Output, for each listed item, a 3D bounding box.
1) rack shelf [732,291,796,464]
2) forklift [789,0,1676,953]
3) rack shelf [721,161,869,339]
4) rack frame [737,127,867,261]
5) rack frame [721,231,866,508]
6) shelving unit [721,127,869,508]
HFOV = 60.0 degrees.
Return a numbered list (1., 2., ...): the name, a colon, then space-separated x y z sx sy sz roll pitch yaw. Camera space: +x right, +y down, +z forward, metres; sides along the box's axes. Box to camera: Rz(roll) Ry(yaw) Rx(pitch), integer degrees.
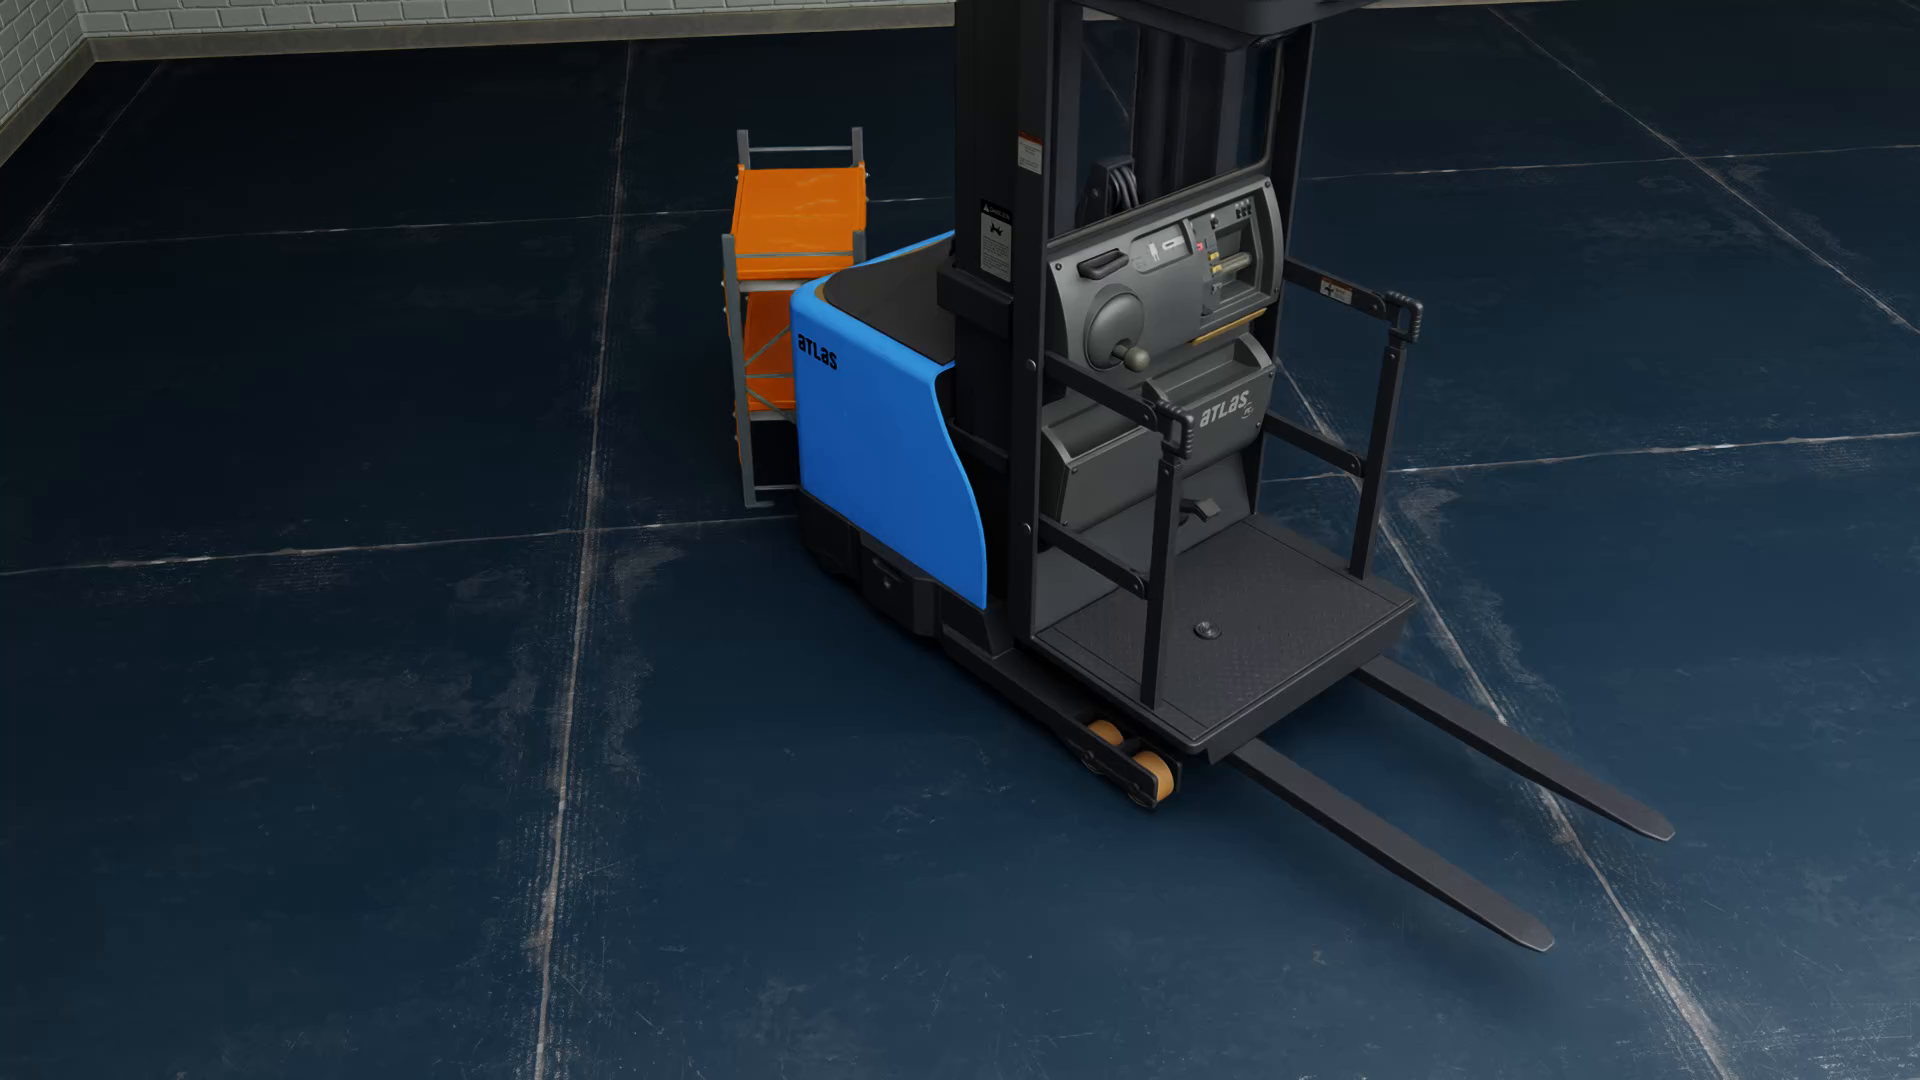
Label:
1. rack shelf: -0.613 -0.691 6.699 0.538 0.278 1.000 -2 34 -3
2. forklift: 0.758 -0.726 4.713 1.130 2.935 3.031 -26 42 -33
3. rack shelf: -0.613 -1.135 6.397 0.538 0.278 1.000 -2 34 -3
4. rack frame: -0.642 -1.179 6.981 0.500 1.125 0.032 -2 34 -3
5. rack frame: -0.584 -0.607 6.142 0.500 1.125 0.032 -2 34 -3
6. shelving unit: -0.613 -0.893 6.562 0.538 1.125 1.048 -2 34 -3
